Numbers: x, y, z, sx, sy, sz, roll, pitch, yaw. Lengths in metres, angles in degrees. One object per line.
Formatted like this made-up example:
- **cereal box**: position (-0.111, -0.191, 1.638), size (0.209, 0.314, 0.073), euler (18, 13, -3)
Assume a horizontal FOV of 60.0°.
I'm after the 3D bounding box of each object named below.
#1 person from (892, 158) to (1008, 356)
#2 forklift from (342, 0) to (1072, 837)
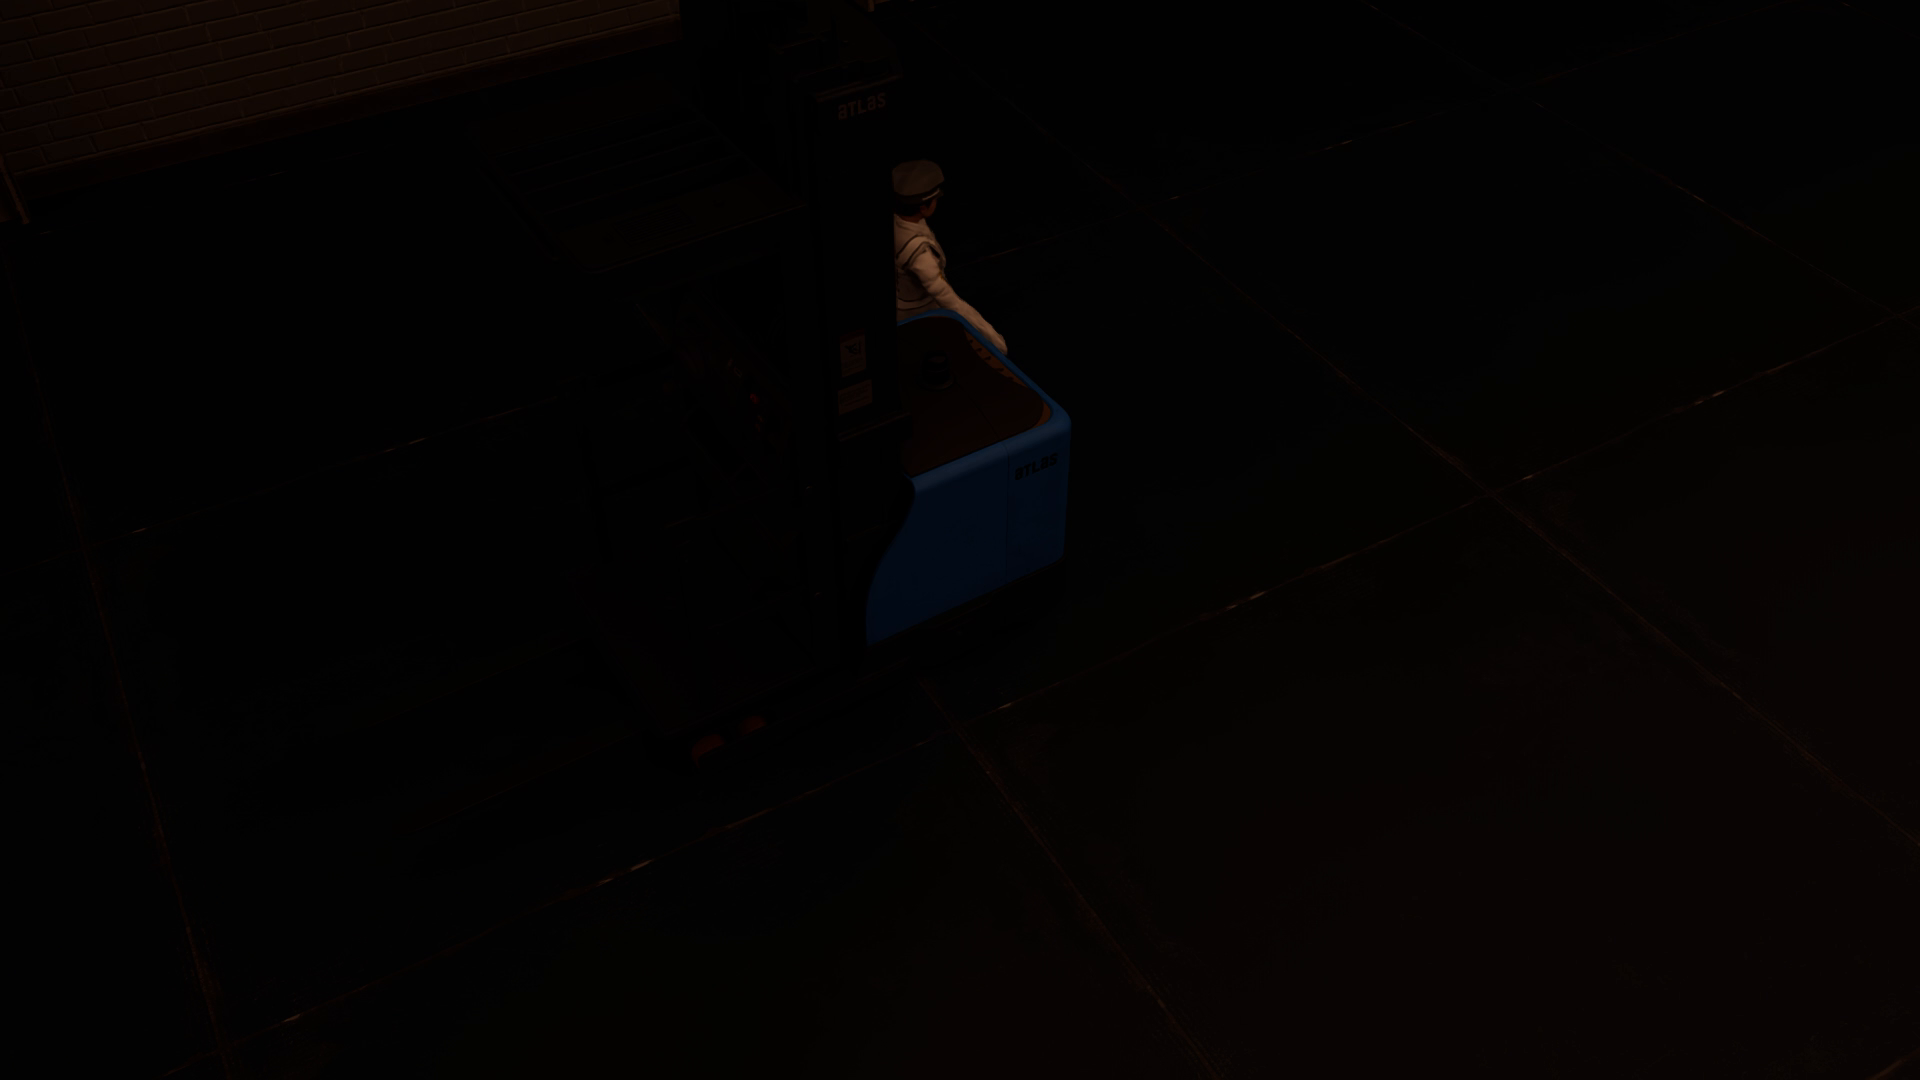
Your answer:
- **person**: position (-0.111, -1.084, 7.929), size (0.490, 1.598, 0.721), euler (-13, 44, -14)
- **forklift**: position (-1.044, -0.529, 6.268), size (3.031, 2.935, 1.130), euler (-23, 48, -23)
